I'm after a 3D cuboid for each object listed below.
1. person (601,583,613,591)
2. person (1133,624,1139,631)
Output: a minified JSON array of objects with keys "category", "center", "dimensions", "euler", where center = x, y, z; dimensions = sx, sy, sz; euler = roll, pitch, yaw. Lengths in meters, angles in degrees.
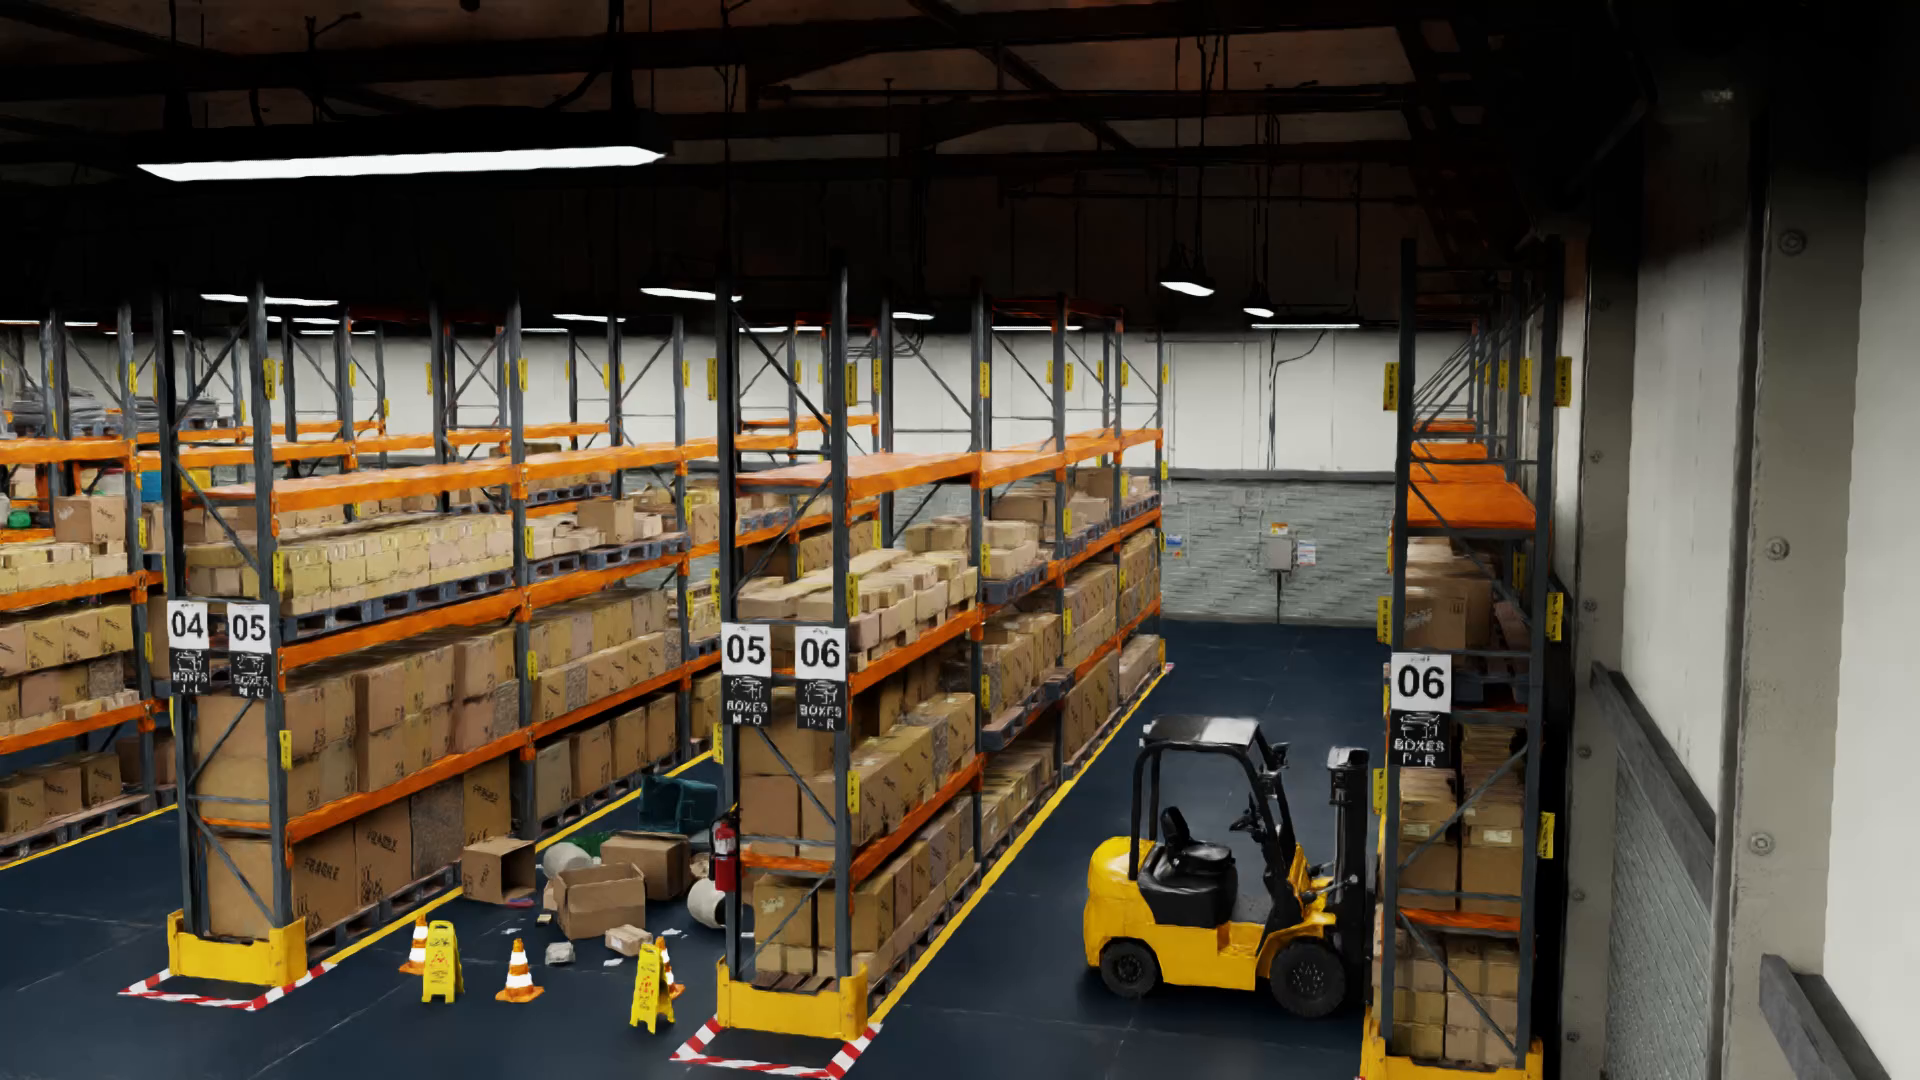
[{"category":"person","center":[-5.855,1.476,27.879],"dimensions":[0.566,1.508,0.519],"euler":[1,6,12]},{"category":"person","center":[3.179,0.897,32.082],"dimensions":[0.572,1.775,0.575],"euler":[-5,8,-39]}]
